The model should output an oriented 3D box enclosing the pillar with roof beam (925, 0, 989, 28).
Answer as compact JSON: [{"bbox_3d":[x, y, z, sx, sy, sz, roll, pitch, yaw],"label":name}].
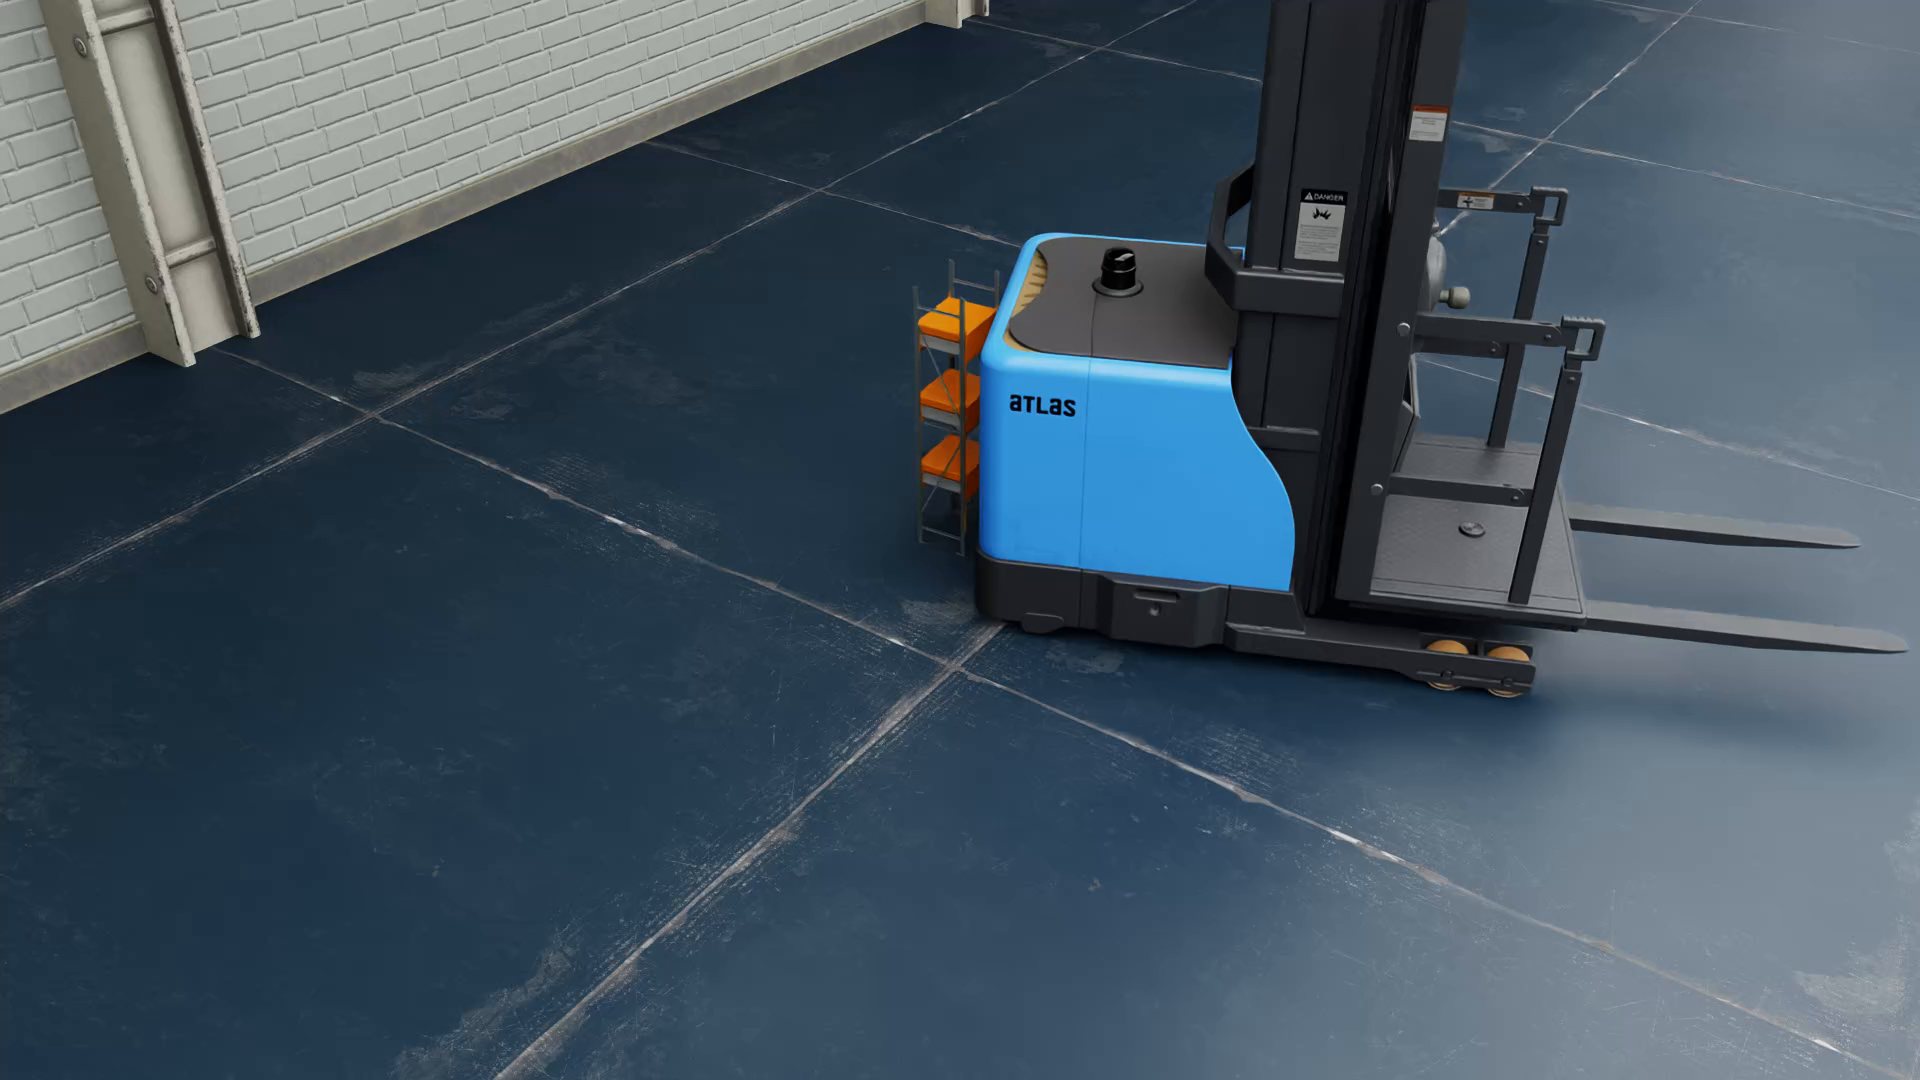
[{"bbox_3d":[3.506,-6.020,7.118,9.100,9.000,0.400,21,39,28],"label":"pillar with roof beam"}]

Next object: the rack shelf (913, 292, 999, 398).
[{"bbox_3d":[-0.011,-0.686,5.838,0.215,0.259,0.240,18,38,24],"label":"rack shelf"}]

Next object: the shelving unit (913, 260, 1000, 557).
[{"bbox_3d":[-0.010,-0.459,5.991,0.215,1.050,0.252,18,38,24],"label":"shelving unit"}]

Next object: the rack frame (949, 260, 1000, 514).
[{"bbox_3d":[0.050,-0.519,6.079,0.200,1.050,0.008,18,38,24],"label":"rack frame"}]

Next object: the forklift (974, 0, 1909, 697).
[{"bbox_3d":[1.619,-1.020,5.142,3.031,2.935,1.130,6,35,9],"label":"forklift"}]

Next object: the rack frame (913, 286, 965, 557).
[{"bbox_3d":[-0.070,-0.400,5.904,0.200,1.050,0.008,18,38,24],"label":"rack frame"}]

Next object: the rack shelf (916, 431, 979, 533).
[{"bbox_3d":[-0.009,-0.220,6.153,0.215,0.259,0.240,18,38,24],"label":"rack shelf"}]

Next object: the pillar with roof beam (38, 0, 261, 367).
[{"bbox_3d":[0.085,-3.258,3.035,9.100,9.000,0.400,21,39,28],"label":"pillar with roof beam"}]

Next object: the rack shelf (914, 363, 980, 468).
[{"bbox_3d":[-0.010,-0.451,5.997,0.215,0.259,0.240,18,38,24],"label":"rack shelf"}]
